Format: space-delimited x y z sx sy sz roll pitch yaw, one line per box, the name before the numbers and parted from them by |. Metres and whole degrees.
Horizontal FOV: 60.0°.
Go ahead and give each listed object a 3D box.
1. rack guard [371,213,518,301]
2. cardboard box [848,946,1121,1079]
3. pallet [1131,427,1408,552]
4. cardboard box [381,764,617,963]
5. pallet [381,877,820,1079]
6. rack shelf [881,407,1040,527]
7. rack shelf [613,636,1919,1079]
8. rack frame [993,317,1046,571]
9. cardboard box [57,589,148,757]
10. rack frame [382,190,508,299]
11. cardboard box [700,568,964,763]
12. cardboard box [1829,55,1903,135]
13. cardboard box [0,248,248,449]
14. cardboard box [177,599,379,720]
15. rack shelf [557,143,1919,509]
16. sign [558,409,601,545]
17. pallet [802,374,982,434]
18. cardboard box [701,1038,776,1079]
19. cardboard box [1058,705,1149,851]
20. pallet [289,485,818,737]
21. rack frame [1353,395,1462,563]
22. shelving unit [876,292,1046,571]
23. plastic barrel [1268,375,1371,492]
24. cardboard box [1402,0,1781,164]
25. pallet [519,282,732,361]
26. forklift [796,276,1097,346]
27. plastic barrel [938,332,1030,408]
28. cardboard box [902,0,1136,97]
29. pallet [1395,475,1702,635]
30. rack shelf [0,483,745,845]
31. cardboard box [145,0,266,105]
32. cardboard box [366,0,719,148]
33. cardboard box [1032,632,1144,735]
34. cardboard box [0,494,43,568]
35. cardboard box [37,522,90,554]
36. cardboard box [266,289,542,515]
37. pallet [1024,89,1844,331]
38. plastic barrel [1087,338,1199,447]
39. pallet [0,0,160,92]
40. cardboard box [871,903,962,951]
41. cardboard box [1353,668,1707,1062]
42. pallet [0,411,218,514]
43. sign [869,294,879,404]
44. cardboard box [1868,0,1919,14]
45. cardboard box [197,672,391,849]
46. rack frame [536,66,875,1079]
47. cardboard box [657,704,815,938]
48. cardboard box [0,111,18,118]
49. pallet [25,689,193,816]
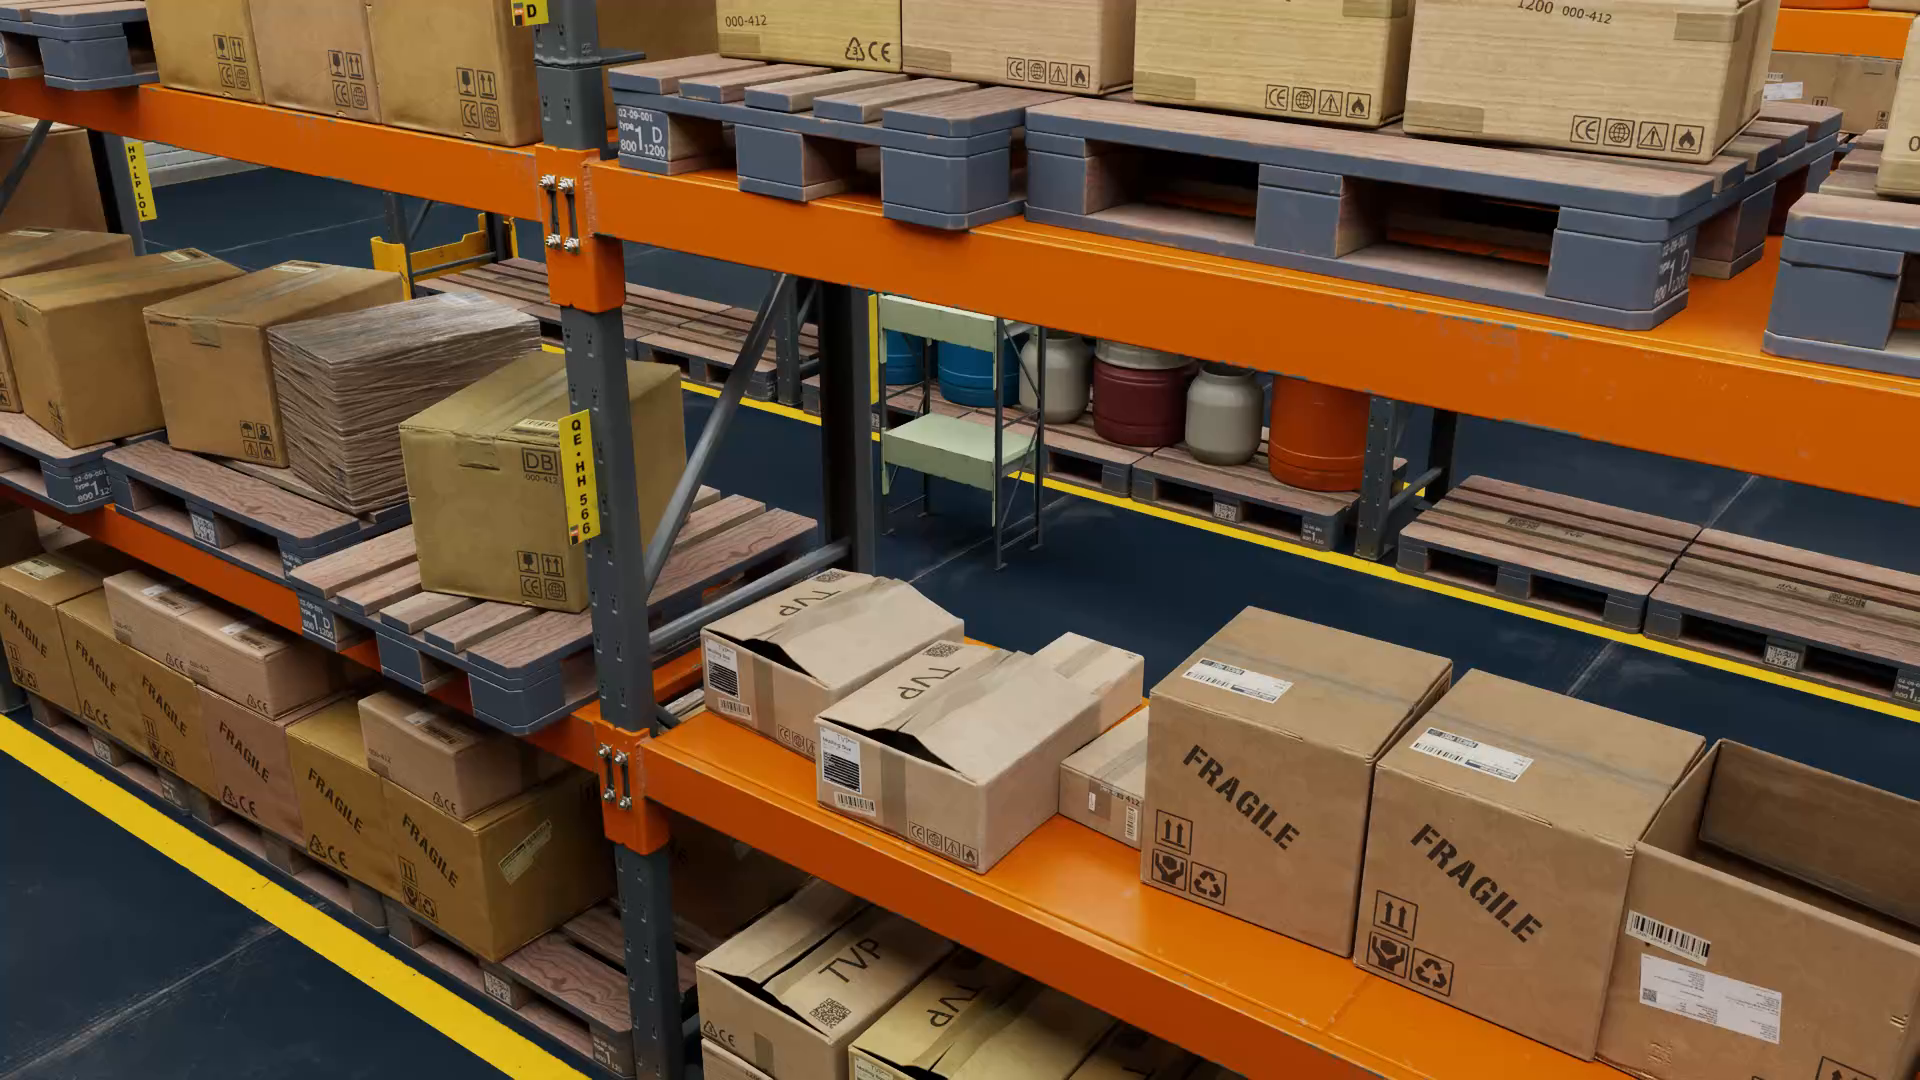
rack guard | -4.057 -2.224 13.178 0.348 0.500 1.175 17 29 33
cardboard box | 0.066 1.320 4.227 0.500 0.311 0.500 16 28 32
pallet | 1.716 -0.333 9.244 1.213 0.211 1.003 17 29 33
cardboard box | -1.491 0.957 5.412 0.500 0.500 0.500 18 30 35
pallet | -1.177 1.249 5.655 1.213 0.211 1.003 17 29 33
rack shelf | 0.005 -0.386 8.575 0.720 0.370 0.431 17 29 33
rack shelf | 0.998 0.978 3.702 4.000 0.370 1.077 17 29 33
rack frame | 0.298 -0.596 8.243 0.023 1.500 0.400 17 29 33
cardboard box | -3.129 0.461 6.537 0.500 0.500 0.500 17 29 34
rack frame | -4.030 -3.367 12.671 0.127 3.000 1.000 17 29 33
cardboard box | -0.337 0.308 4.441 0.500 0.311 0.500 19 30 36
cardboard box | 6.305 -3.048 11.302 0.700 0.500 0.500 -22 32 -40
cardboard box | -2.970 -0.707 5.991 0.700 0.500 0.500 -21 31 -39
cardboard box | -2.360 0.356 5.847 0.500 0.250 0.500 16 29 32
rack shelf | 0.998 -0.395 3.098 4.000 0.370 1.077 17 29 33
sign | -0.920 -0.151 4.035 0.005 0.325 0.100 17 29 33
pallet | -0.237 -0.923 10.584 1.213 0.211 1.003 17 29 33
cardboard box | -0.359 1.453 4.622 0.500 0.250 0.500 17 29 33
cardboard box | 0.452 0.570 4.047 0.250 0.149 0.380 19 30 37
pallet | -1.187 0.112 5.014 1.003 0.211 1.213 17 29 33
rack frame | 2.372 -1.432 8.280 0.127 3.000 1.000 17 29 33
shelving unit | 0.005 -0.685 8.444 0.755 1.500 0.431 17 29 33
plastic barrel | 1.970 -0.744 8.889 0.708 0.830 0.600 17 29 33
cardboard box | 1.105 -0.846 2.895 0.500 0.250 0.500 14 27 29
pallet | -2.421 -1.583 12.082 1.213 0.211 1.003 17 29 33
forklift | 0.251 -2.853 11.590 3.031 2.935 1.130 16 28 32
plastic barrel | 0.163 -1.323 10.114 0.708 0.901 0.600 17 29 33
cardboard box | 0.225 -1.119 3.513 0.500 0.250 0.500 18 29 35
pallet | 2.968 0.044 8.389 1.213 0.211 1.003 17 29 33
rack shelf | -2.203 0.011 5.898 4.000 0.370 1.077 17 29 33
cardboard box | -1.796 -1.597 4.810 0.500 0.500 0.910 17 29 33
cardboard box | -0.971 -1.348 4.245 0.500 0.500 0.910 17 29 33
cardboard box | 0.283 0.408 4.414 0.250 0.149 0.380 17 29 33
cardboard box | -4.429 0.094 7.371 0.500 0.500 0.500 17 29 33
cardboard box | -4.009 0.056 7.692 0.500 0.311 0.500 17 29 33
cardboard box | -1.791 -0.471 5.455 0.700 0.500 0.500 -20 31 -38
pallet | 0.891 -0.716 3.170 1.213 0.211 1.003 18 30 36
plastic barrel | 1.066 -0.907 9.557 0.708 0.588 0.600 17 29 33
pallet | -2.491 -1.659 5.307 1.003 0.211 1.213 17 29 33
cardboard box | -0.035 1.022 4.904 0.500 0.311 0.500 18 29 35
cardboard box | 1.171 0.647 3.437 0.500 0.500 0.500 17 29 33
pallet | -3.229 -0.486 6.370 1.213 0.211 1.003 17 29 33
sign | -0.272 -0.545 4.830 0.005 0.325 0.100 17 29 33
cardboard box | 1.659 -0.999 2.312 0.500 0.500 0.500 20 31 38
cardboard box | -2.329 0.707 5.979 0.500 0.500 0.500 16 28 31
rack frame | -0.602 0.165 4.655 0.127 3.000 1.000 17 29 33
cardboard box | -0.795 0.905 5.529 0.500 0.500 0.500 18 30 35
cardboard box | -4.424 -1.635 7.376 0.500 0.500 0.500 16 28 32
pallet | -3.129 0.659 6.994 1.213 0.211 1.003 17 29 33
